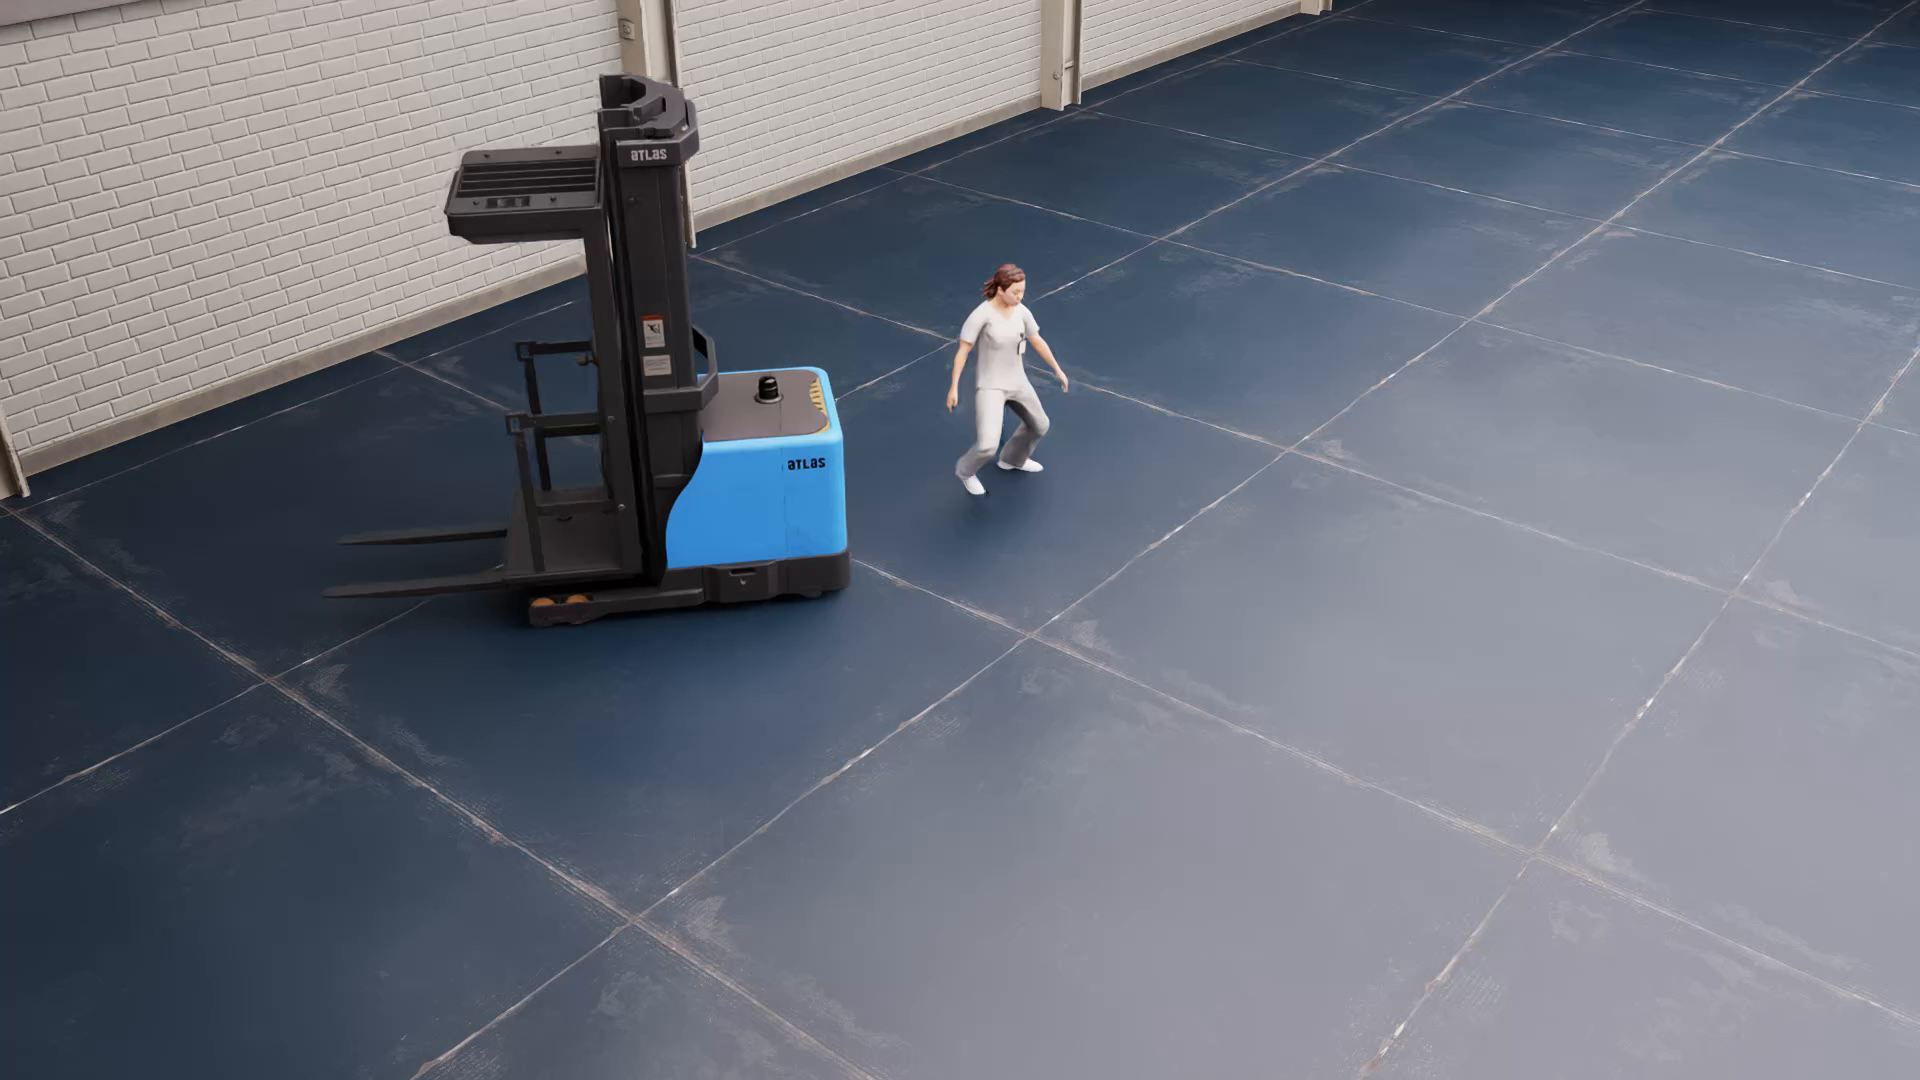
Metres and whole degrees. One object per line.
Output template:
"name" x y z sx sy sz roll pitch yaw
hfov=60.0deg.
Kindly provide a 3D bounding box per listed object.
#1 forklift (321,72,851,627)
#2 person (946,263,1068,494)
"forklift" -2.219 -1.048 9.388 3.031 2.935 1.130 -5 31 -8
"person" 0.283 -1.013 10.704 0.824 1.573 0.586 -17 34 -26
